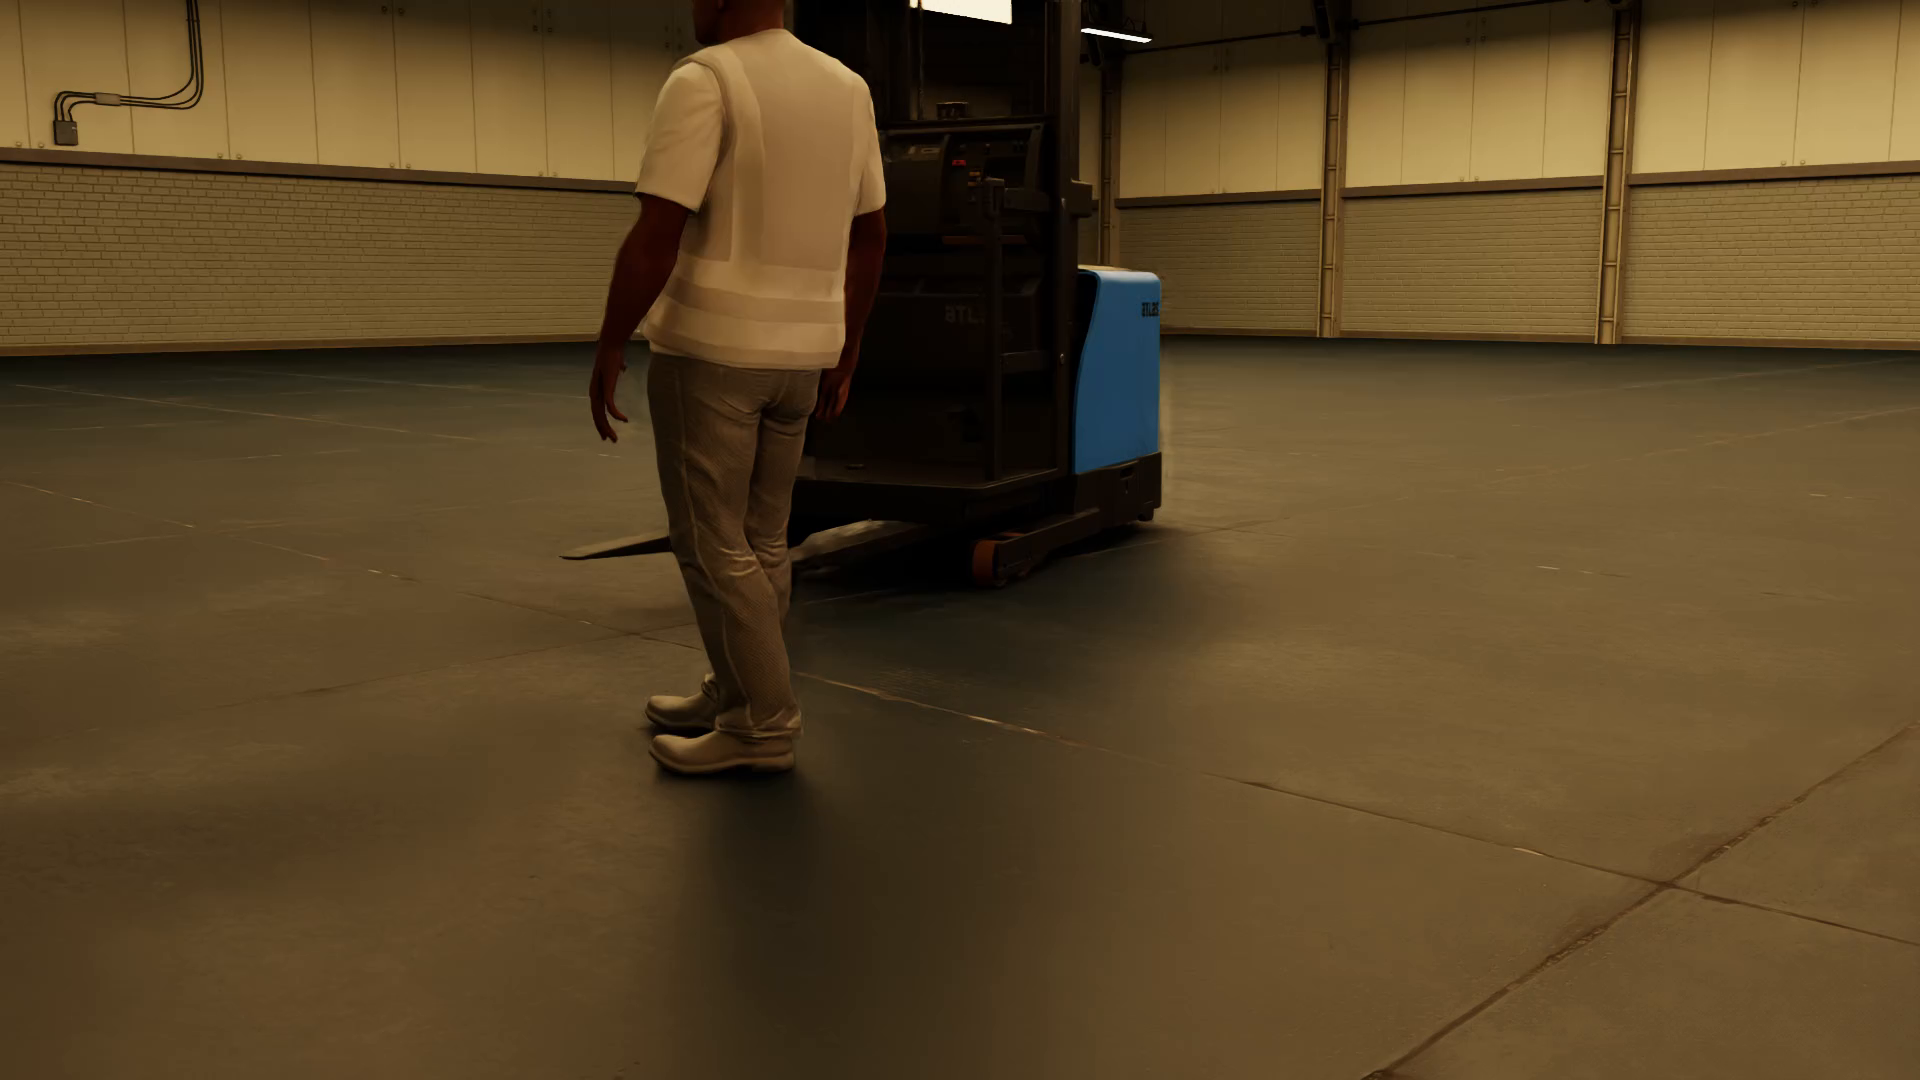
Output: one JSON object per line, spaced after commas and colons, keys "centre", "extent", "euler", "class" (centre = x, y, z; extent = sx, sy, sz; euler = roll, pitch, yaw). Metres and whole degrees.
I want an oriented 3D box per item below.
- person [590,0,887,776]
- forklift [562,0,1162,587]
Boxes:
{"centre": [-0.528, -0.399, 3.489], "extent": [0.652, 1.756, 0.677], "euler": [7, 11, 39], "class": "person"}
{"centre": [-0.222, -1.362, 5.917], "extent": [1.130, 2.935, 3.031], "euler": [4, 9, 25], "class": "forklift"}
